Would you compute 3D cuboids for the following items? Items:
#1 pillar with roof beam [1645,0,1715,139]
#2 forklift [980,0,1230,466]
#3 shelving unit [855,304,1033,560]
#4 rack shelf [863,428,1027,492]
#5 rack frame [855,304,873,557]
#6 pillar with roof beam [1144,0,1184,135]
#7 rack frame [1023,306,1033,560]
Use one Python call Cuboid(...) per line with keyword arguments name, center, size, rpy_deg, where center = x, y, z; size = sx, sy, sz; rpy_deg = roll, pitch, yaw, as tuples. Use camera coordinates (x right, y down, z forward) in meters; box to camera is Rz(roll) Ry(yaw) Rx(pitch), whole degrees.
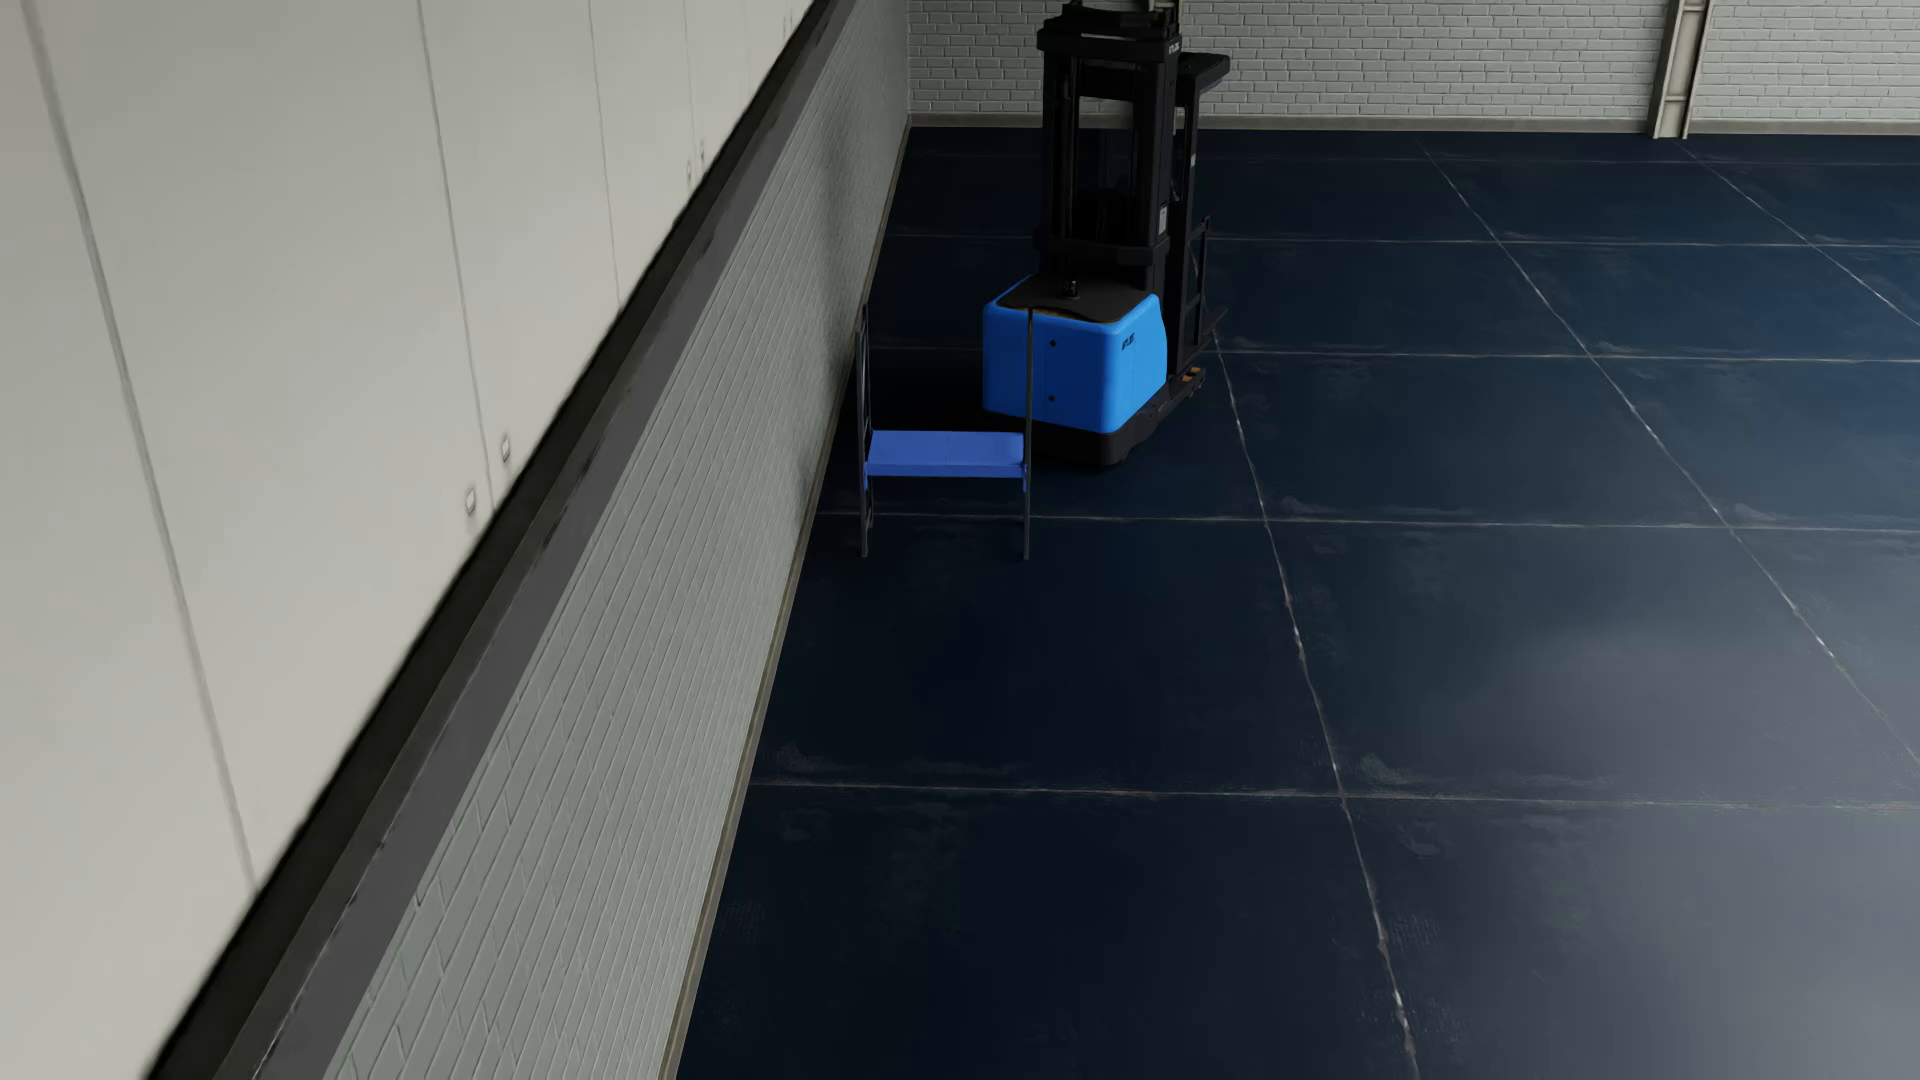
Cuboid(name="pillar with roof beam", center=(8.215, -6.758, 13.815), size=(0.400, 9.000, 9.100), rpy_deg=(1, 28, 2))
Cuboid(name="forklift", center=(1.254, -2.470, 12.206), size=(1.130, 2.935, 3.031), rpy_deg=(13, 31, 23))
Cuboid(name="shelving unit", center=(-0.085, -0.664, 10.327), size=(1.048, 1.500, 0.538), rpy_deg=(1, 28, 2))
Cuboid(name="rack shelf", center=(-0.085, -0.505, 10.411), size=(1.000, 0.185, 0.538), rpy_deg=(1, 28, 2))
Cuboid(name="rack frame", center=(-0.593, -0.672, 10.343), size=(0.032, 1.500, 0.500), rpy_deg=(1, 28, 2))
Cuboid(name="pillar with roof beam", center=(2.218, -6.857, 14.002), size=(0.400, 9.000, 9.100), rpy_deg=(1, 28, 2))
Cuboid(name="rack frame", center=(0.423, -0.656, 10.311), size=(0.032, 1.500, 0.500), rpy_deg=(1, 28, 2))
